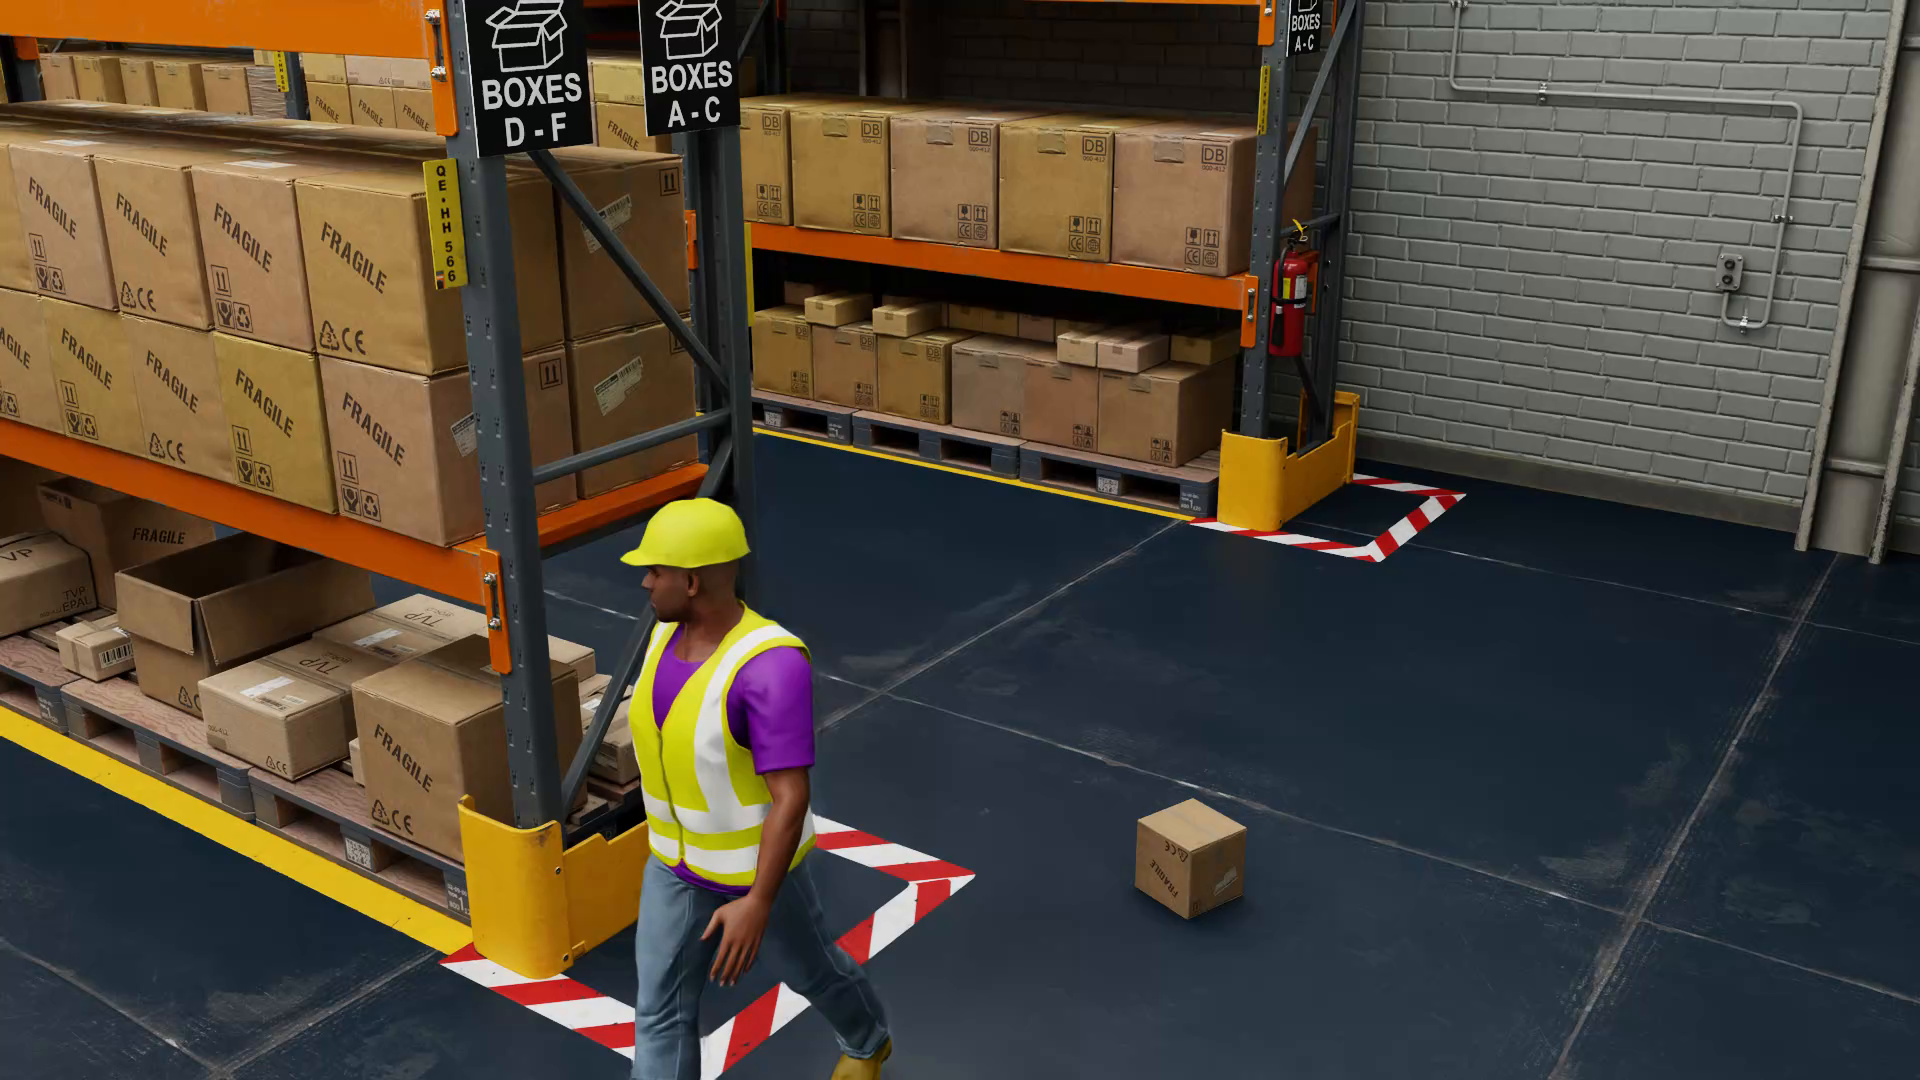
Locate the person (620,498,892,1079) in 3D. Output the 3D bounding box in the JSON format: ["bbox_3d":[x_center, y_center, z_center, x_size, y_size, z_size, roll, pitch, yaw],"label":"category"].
[{"bbox_3d":[-0.569,0.758,3.926,0.632,1.719,1.053,14,24,34],"label":"person"}]
